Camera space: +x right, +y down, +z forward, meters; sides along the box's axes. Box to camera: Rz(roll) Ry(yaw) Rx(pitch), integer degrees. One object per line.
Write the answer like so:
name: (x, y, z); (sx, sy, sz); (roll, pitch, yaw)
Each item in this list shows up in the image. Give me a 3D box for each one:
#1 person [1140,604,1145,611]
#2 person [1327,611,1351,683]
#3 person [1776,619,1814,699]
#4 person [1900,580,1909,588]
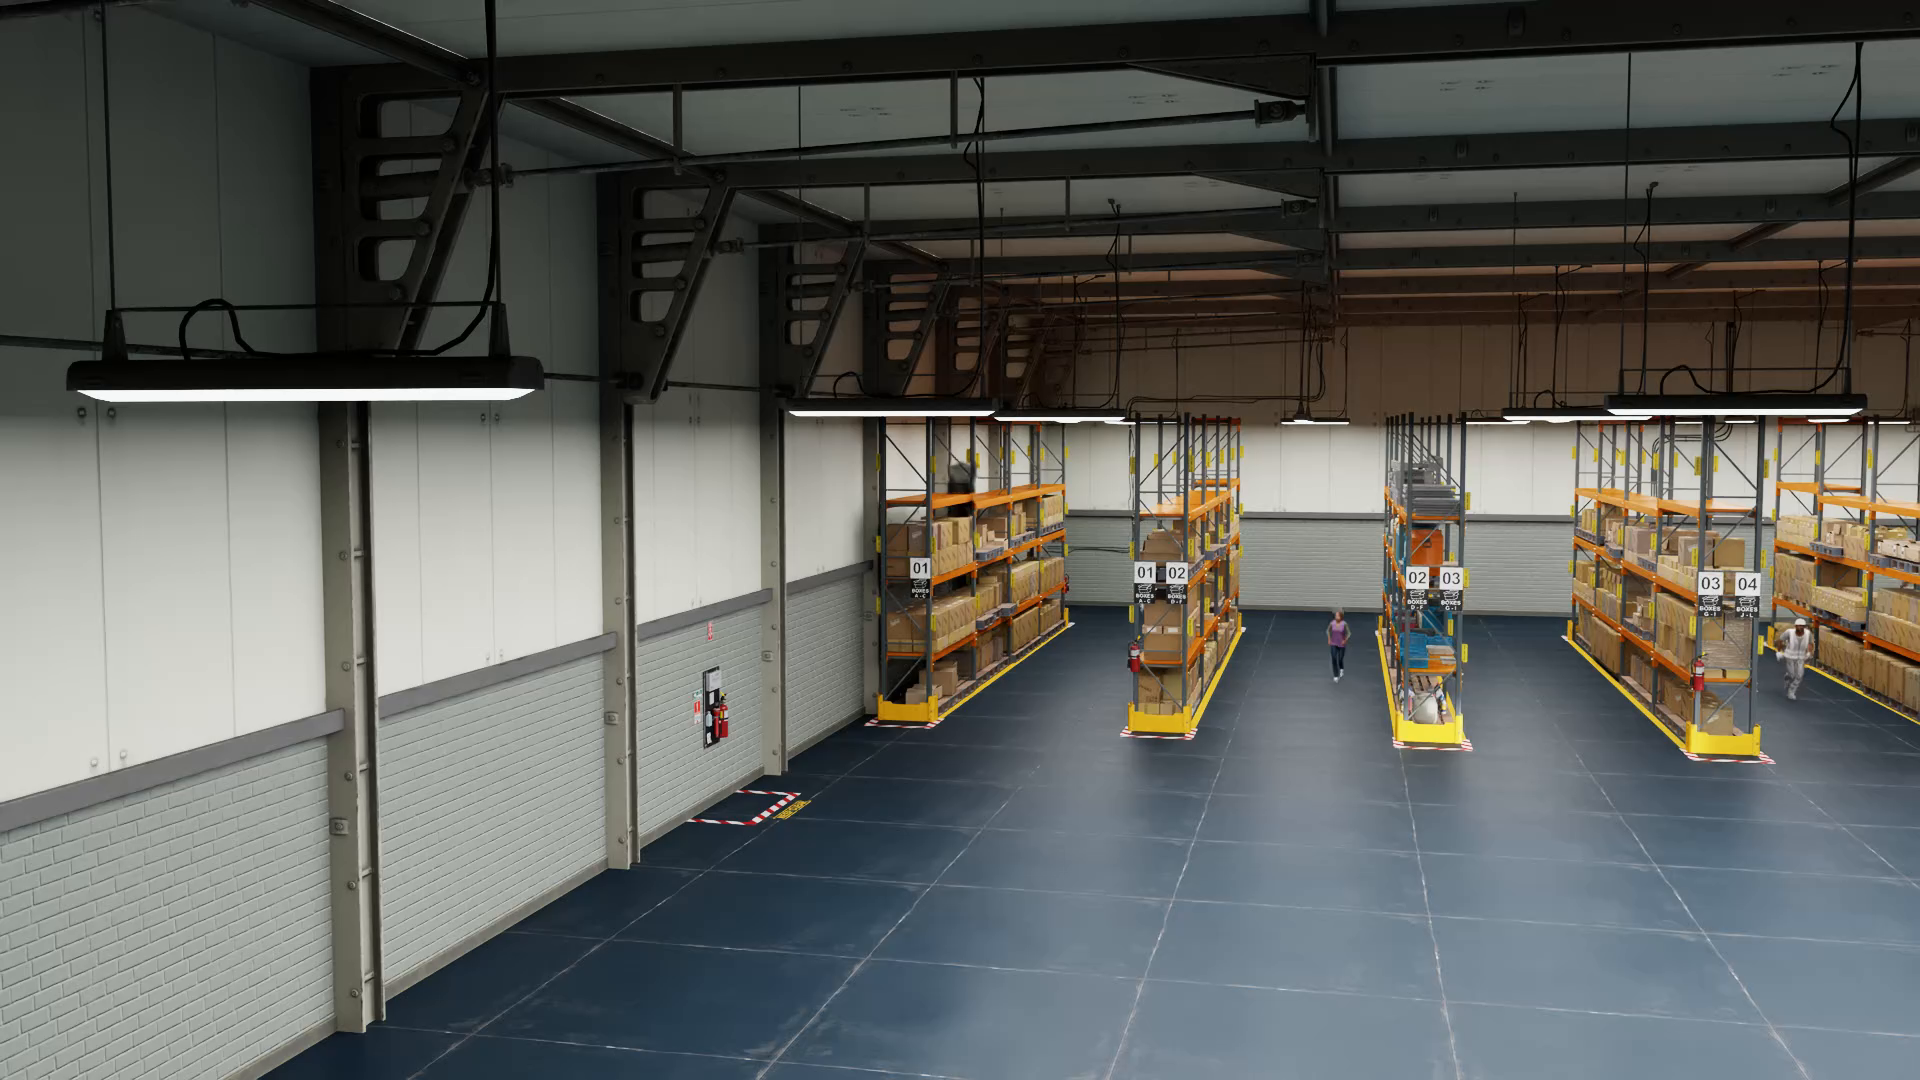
person: (5.013, 1.917, 43.817); (0.573, 1.717, 0.694); (0, 4, 7)
person: (8.561, 2.394, 37.604); (0.545, 1.604, 0.800); (1, 4, 16)
person: (17.666, 2.492, 35.176); (0.667, 1.709, 0.701); (0, 4, 1)
person: (25.894, 1.837, 45.536); (0.833, 1.580, 0.537); (-1, 4, -11)
